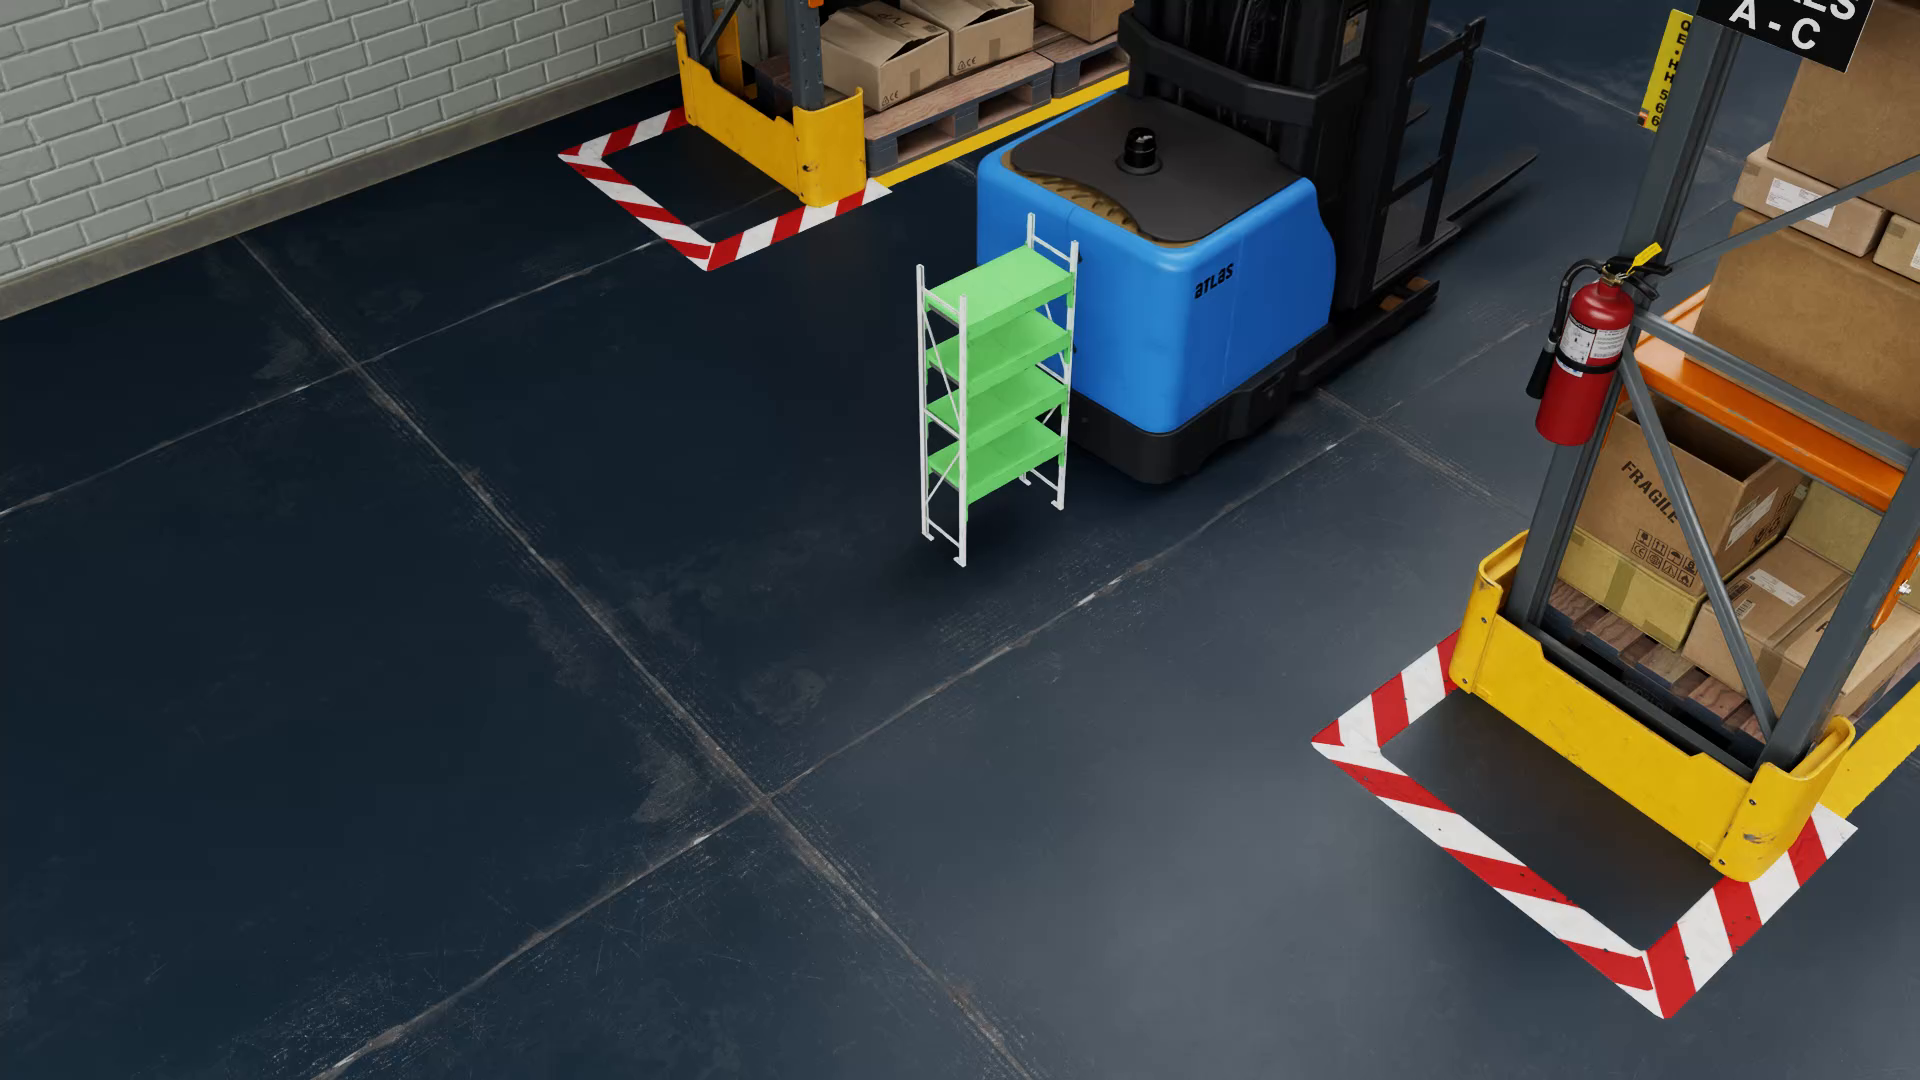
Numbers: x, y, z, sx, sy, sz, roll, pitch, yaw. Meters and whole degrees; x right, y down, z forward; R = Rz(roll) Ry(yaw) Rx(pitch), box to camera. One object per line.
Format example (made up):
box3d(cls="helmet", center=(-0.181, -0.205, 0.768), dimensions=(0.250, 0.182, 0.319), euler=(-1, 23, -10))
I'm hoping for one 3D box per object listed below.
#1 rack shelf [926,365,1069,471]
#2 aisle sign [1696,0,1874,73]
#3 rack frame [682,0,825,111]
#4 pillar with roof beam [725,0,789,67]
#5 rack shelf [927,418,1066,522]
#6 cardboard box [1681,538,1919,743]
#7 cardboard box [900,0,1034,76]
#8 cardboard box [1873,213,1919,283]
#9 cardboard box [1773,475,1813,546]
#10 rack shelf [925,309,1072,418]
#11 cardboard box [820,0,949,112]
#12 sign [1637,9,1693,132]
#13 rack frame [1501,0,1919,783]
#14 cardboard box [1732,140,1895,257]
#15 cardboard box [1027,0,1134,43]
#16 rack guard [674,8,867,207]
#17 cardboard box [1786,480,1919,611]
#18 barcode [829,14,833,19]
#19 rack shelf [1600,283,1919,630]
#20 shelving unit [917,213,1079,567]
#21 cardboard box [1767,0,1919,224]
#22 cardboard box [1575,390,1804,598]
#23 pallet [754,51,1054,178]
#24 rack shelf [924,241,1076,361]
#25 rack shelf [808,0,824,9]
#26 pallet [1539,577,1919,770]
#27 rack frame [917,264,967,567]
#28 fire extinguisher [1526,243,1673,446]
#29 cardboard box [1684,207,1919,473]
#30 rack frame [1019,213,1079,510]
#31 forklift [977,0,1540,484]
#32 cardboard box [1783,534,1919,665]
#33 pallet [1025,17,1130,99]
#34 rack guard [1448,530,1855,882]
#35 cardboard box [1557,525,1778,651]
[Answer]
box3d(cls="rack shelf", center=(0.127, -0.463, 5.960), dimensions=(0.480, 0.148, 0.258), euler=(-30, 51, -28))
box3d(cls="aisle sign", center=(1.950, -1.486, 3.742), dimensions=(0.004, 0.787, 0.394), euler=(-30, 51, -28))
box3d(cls="rack frame", center=(-0.992, -3.012, 7.266), dimensions=(0.127, 3.000, 1.000), euler=(-30, 51, -28))
box3d(cls="pillar with roof beam", center=(1.752, -3.700, 3.617), dimensions=(0.400, 9.000, 9.100), euler=(-30, 51, -28))
box3d(cls="rack shelf", center=(0.127, -0.289, 6.125), dimensions=(0.480, 0.148, 0.258), euler=(-30, 51, -28))
box3d(cls="cardboard box", center=(2.743, 0.318, 5.422), dimensions=(0.500, 0.250, 0.500), euler=(-30, 51, -28))
box3d(cls="cardboard box", center=(0.034, -2.700, 8.576), dimensions=(0.500, 0.311, 0.500), euler=(-26, 49, -25))
box3d(cls="cardboard box", center=(2.628, -0.745, 4.305), dimensions=(0.250, 0.149, 0.380), euler=(-30, 51, -28))
box3d(cls="cardboard box", center=(2.787, -0.180, 5.952), dimensions=(0.500, 0.250, 0.500), euler=(-30, 51, -28))
box3d(cls="rack shelf", center=(0.127, -0.638, 5.796), dimensions=(0.480, 0.148, 0.258), euler=(-30, 51, -28))
box3d(cls="cardboard box", center=(-0.404, -2.449, 8.309), dimensions=(0.500, 0.311, 0.500), euler=(33, 52, 30))
box3d(cls="sign", center=(1.852, -1.212, 4.331), dimensions=(0.005, 0.325, 0.100), euler=(-30, 51, -28))
box3d(cls="rack frame", center=(2.189, -0.413, 4.498), dimensions=(0.127, 3.000, 1.000), euler=(-30, 51, -28))
box3d(cls="cardboard box", center=(2.360, -0.953, 4.527), dimensions=(0.250, 0.149, 0.380), euler=(-31, 51, -28))
box3d(cls="cardboard box", center=(0.629, -3.064, 8.826), dimensions=(0.500, 0.500, 0.700), euler=(-33, 52, -30))
box3d(cls="rack guard", center=(-0.934, -2.134, 8.158), dimensions=(0.348, 0.500, 1.175), euler=(-30, 51, -28))
box3d(cls="cardboard box", center=(3.126, -0.176, 5.400), dimensions=(0.500, 0.500, 0.500), euler=(-30, 51, -28))
box3d(cls="barcode", center=(-0.646, -2.671, 8.538), dimensions=(0.075, 0.075, 0.001), euler=(-30, 51, -28))
box3d(cls="rack shelf", center=(3.723, -1.029, 5.680), dimensions=(4.000, 0.370, 1.077), euler=(-30, 51, -28))
box3d(cls="shelving unit", center=(0.127, -0.510, 5.917), dimensions=(0.503, 1.200, 0.258), euler=(-30, 51, -28))
box3d(cls="cardboard box", center=(2.596, -1.144, 4.256), dimensions=(0.500, 0.500, 0.700), euler=(-30, 51, -28))
box3d(cls="cardboard box", center=(2.410, -0.229, 5.456), dimensions=(0.500, 0.500, 0.500), euler=(-30, 51, -28))
box3d(cls="pallet", center=(-0.288, -2.367, 8.617), dimensions=(1.213, 0.211, 1.003), euler=(-30, 51, -28))
box3d(cls="rack shelf", center=(0.127, -0.813, 5.632), dimensions=(0.480, 0.148, 0.258), euler=(-30, 51, -28))
box3d(cls="rack shelf", center=(0.542, -3.629, 8.448), dimensions=(4.000, 0.370, 1.077), euler=(-30, 51, -28))
box3d(cls="pallet", center=(2.749, 0.246, 5.834), dimensions=(1.213, 0.211, 1.003), euler=(-30, 51, -28))
box3d(cls="rack frame", center=(-0.060, -0.403, 5.803), dimensions=(0.015, 1.200, 0.240), euler=(-30, 51, -28))
box3d(cls="fire extinguisher", center=(1.800, -0.576, 4.729), dimensions=(0.183, 0.674, 0.296), euler=(-30, 51, -28))
box3d(cls="cardboard box", center=(2.555, -0.647, 4.675), dimensions=(0.500, 0.500, 0.700), euler=(-30, 51, -28))
box3d(cls="rack frame", center=(0.314, -0.617, 6.031), dimensions=(0.015, 1.200, 0.240), euler=(-30, 51, -28))
box3d(cls="forklift", center=(1.447, -2.186, 6.436), dimensions=(1.130, 2.935, 3.031), euler=(34, 53, 31))
box3d(cls="cardboard box", center=(3.124, 0.096, 5.658), dimensions=(0.500, 0.250, 0.500), euler=(-30, 51, -28))
box3d(cls="pallet", center=(0.647, -2.900, 9.184), dimensions=(1.213, 0.211, 1.003), euler=(-30, 51, -28))
box3d(cls="rack guard", center=(2.171, 0.509, 5.343), dimensions=(0.348, 0.500, 1.175), euler=(-30, 51, -28))
box3d(cls="cardboard box", center=(2.411, 0.046, 5.712), dimensions=(0.500, 0.250, 0.500), euler=(-30, 51, -28))
